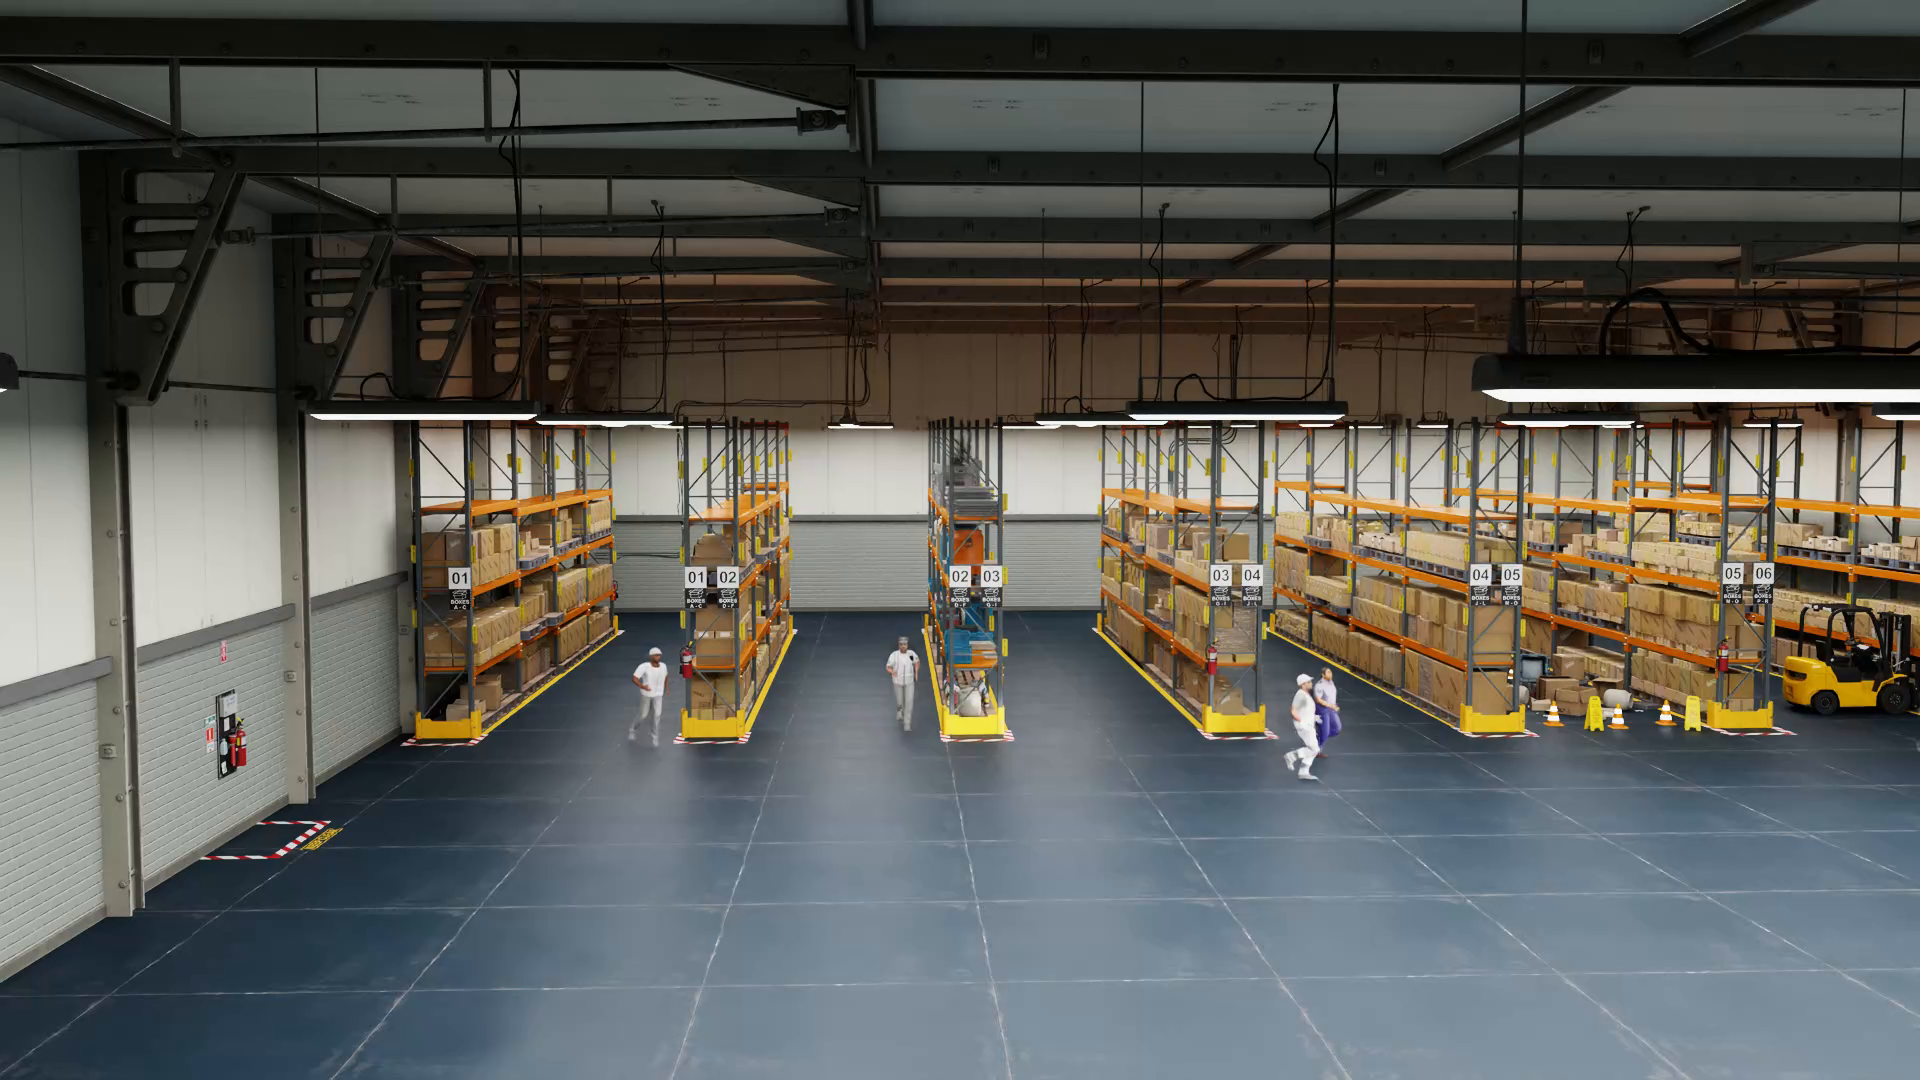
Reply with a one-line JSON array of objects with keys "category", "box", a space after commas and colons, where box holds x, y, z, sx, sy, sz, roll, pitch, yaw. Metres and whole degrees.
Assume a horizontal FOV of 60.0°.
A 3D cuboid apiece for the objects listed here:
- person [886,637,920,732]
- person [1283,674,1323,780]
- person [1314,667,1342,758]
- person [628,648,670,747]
[{"category": "person", "box": [-1.088, 2.750, 32.107, 0.664, 1.790, 0.944, 0, 4, -6]}, {"category": "person", "box": [5.647, 3.072, 27.364, 0.600, 1.739, 0.660, 1, 4, 22]}, {"category": "person", "box": [6.448, 3.021, 29.202, 0.591, 1.602, 0.627, 3, 5, 43]}, {"category": "person", "box": [-5.615, 2.851, 30.440, 0.759, 1.750, 0.959, -2, 4, -33]}]
